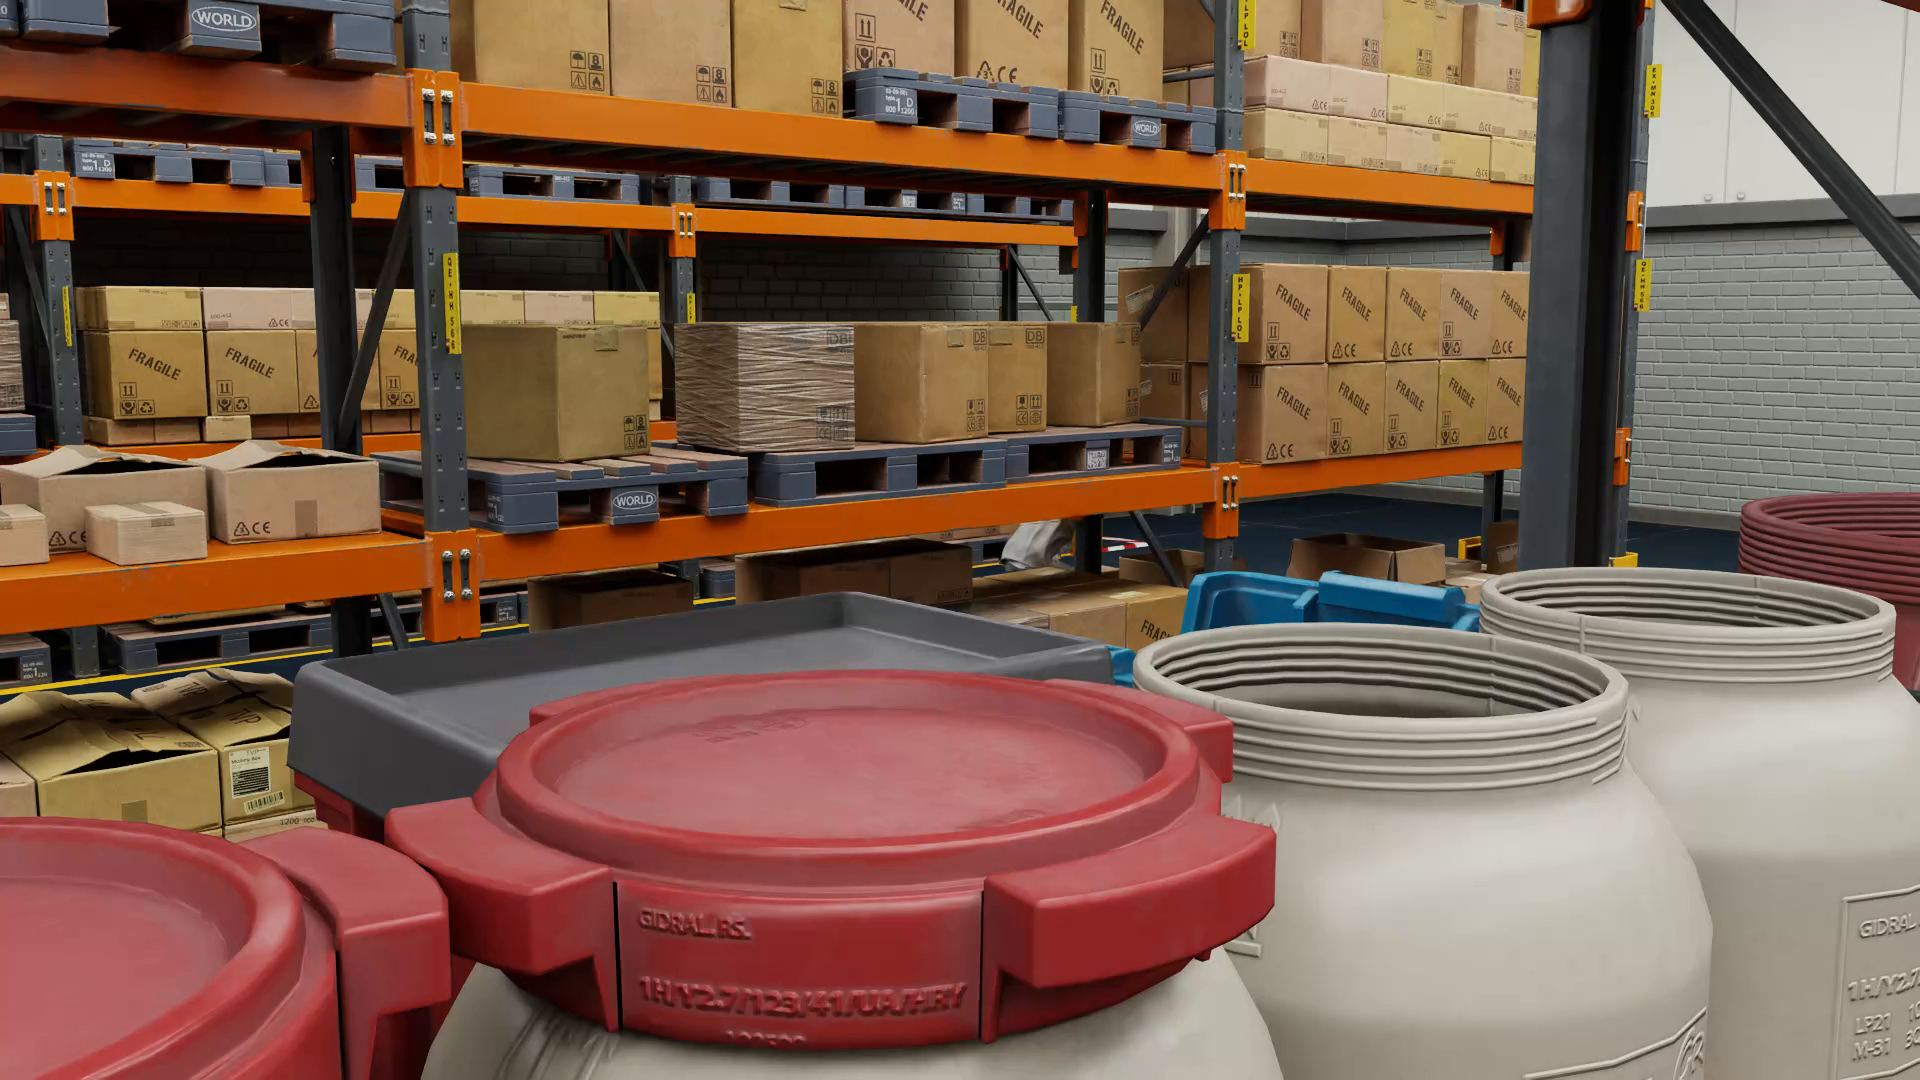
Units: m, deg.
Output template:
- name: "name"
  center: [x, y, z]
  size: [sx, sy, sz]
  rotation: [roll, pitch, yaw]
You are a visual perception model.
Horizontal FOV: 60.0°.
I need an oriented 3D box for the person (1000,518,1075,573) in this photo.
- name: "person"
  center: [0.564, 0.149, 10.335]
  size: [0.755, 1.039, 0.458]
  rotation: [-7, 10, -41]
